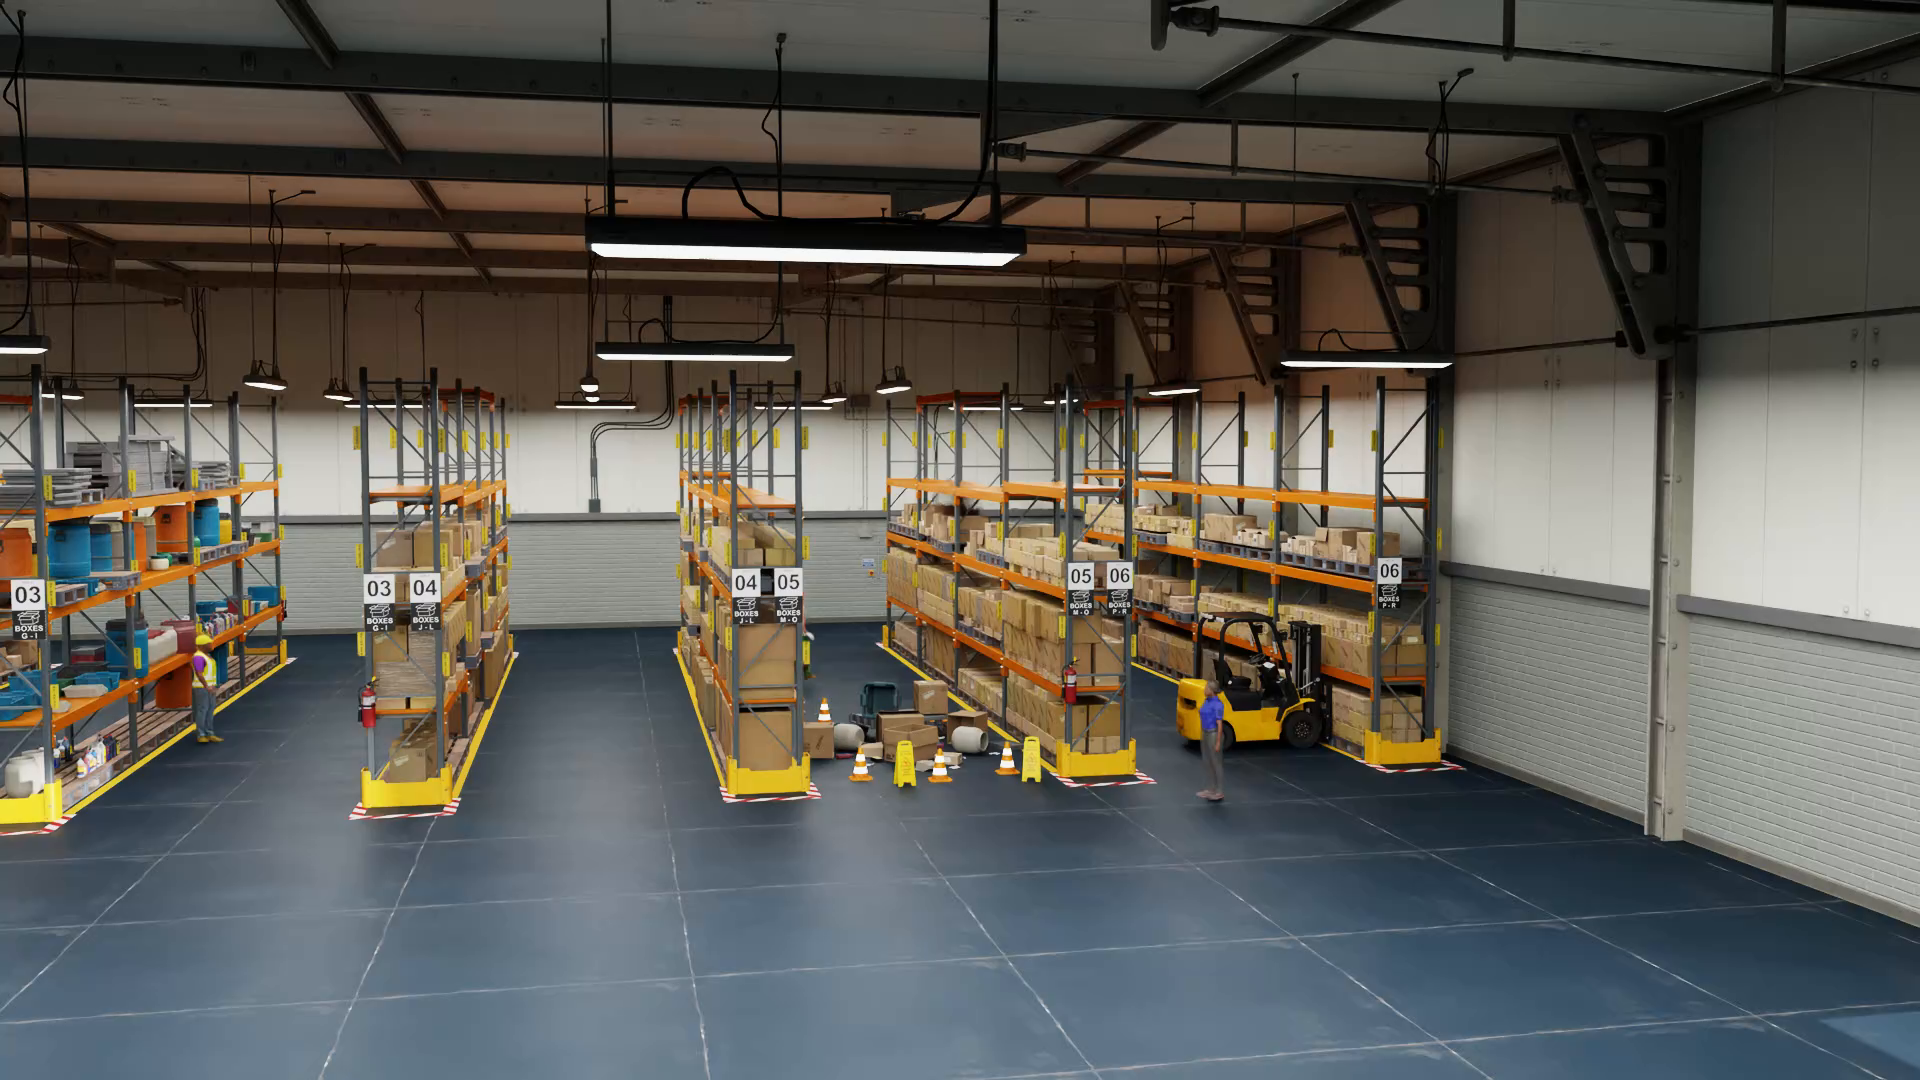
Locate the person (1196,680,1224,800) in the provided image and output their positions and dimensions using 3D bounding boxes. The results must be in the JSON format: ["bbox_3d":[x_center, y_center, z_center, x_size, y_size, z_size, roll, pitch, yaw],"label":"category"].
[{"bbox_3d":[3.535,2.814,23.236,0.341,1.620,0.538,-1,4,-23],"label":"person"}]

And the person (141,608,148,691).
[{"bbox_3d":[-16.364,2.194,33.239,0.597,1.679,0.486,3,5,42],"label":"person"}]

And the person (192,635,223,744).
[{"bbox_3d":[-12.475,2.478,27.616,0.551,1.801,0.684,0,3,4],"label":"person"}]

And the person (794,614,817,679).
[{"bbox_3d":[-3.229,1.976,34.179,0.634,1.774,0.615,-2,4,-31],"label":"person"}]
